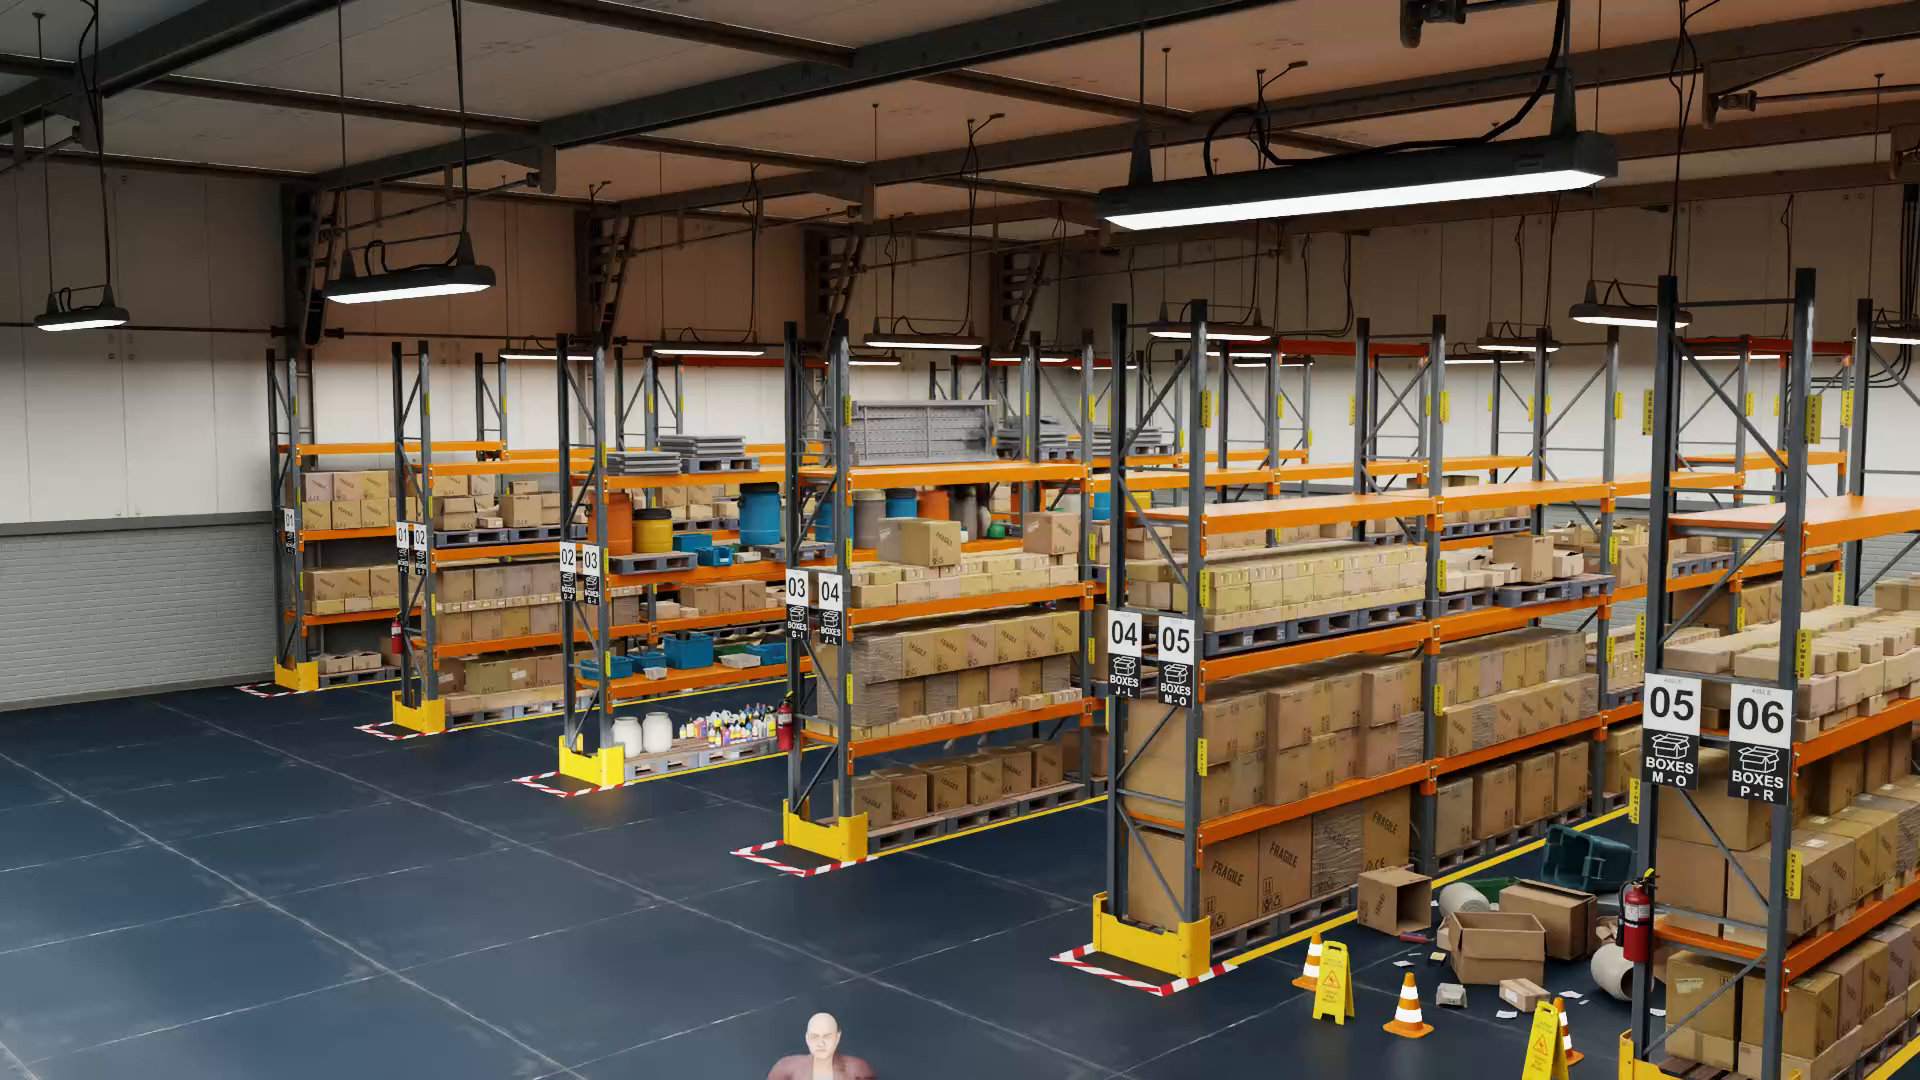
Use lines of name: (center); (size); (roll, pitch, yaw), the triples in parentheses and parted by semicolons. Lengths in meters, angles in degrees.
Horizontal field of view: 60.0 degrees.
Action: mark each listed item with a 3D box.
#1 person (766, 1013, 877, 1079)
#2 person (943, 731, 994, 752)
person: (-0.765, 3.497, 9.283); (0.734, 1.734, 0.646); (0, 5, -3)
person: (0.124, 2.010, 23.045); (0.649, 1.787, 0.827); (4, 7, 41)
